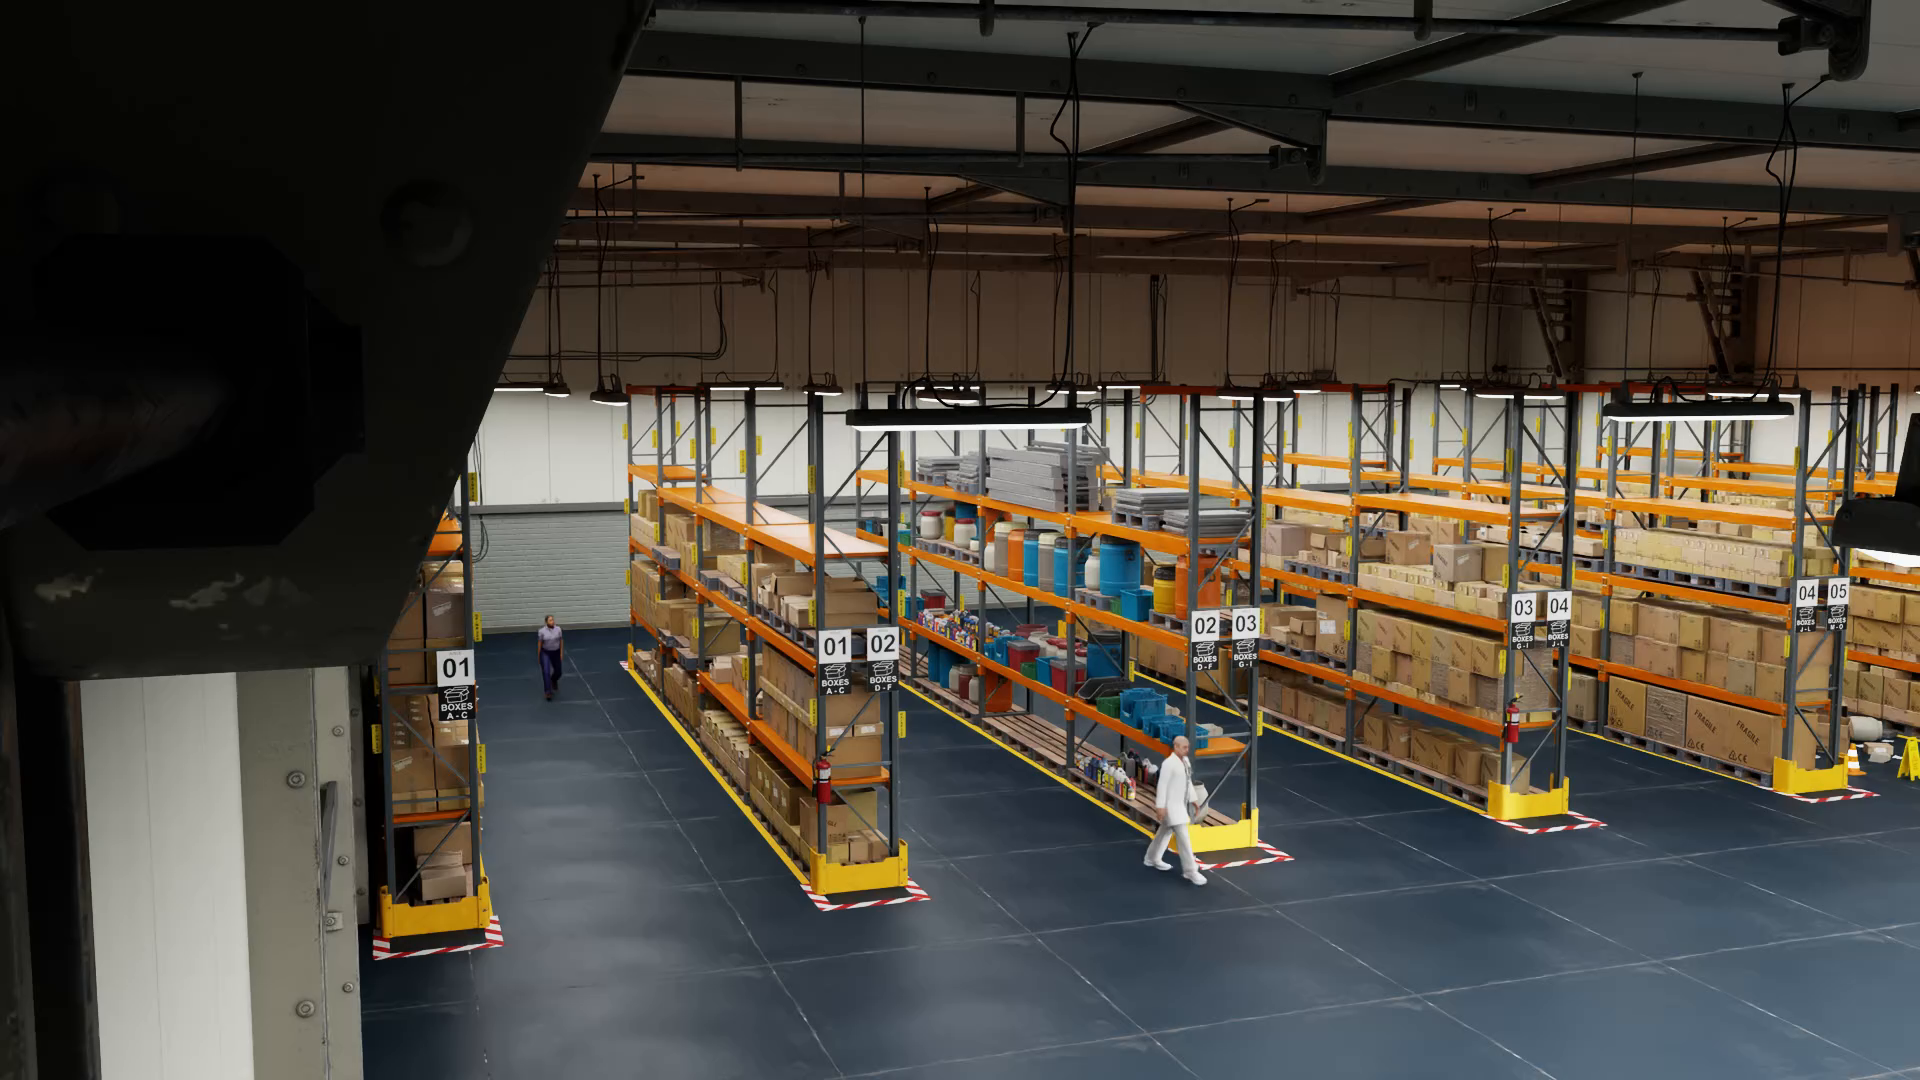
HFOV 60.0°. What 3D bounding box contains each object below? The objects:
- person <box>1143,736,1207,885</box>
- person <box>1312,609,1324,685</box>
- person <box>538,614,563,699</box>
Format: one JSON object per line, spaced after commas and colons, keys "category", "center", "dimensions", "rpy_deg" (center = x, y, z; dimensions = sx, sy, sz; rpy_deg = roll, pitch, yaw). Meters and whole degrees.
{"category": "person", "center": [2.719, 3.311, 20.733], "dimensions": [0.954, 1.754, 0.600], "rpy_deg": [3, 7, 27]}
{"category": "person", "center": [6.956, 2.154, 32.086], "dimensions": [0.651, 1.827, 0.659], "rpy_deg": [0, 6, -4]}
{"category": "person", "center": [-7.912, 2.222, 32.108], "dimensions": [0.483, 1.572, 0.838], "rpy_deg": [-2, 6, -21]}
